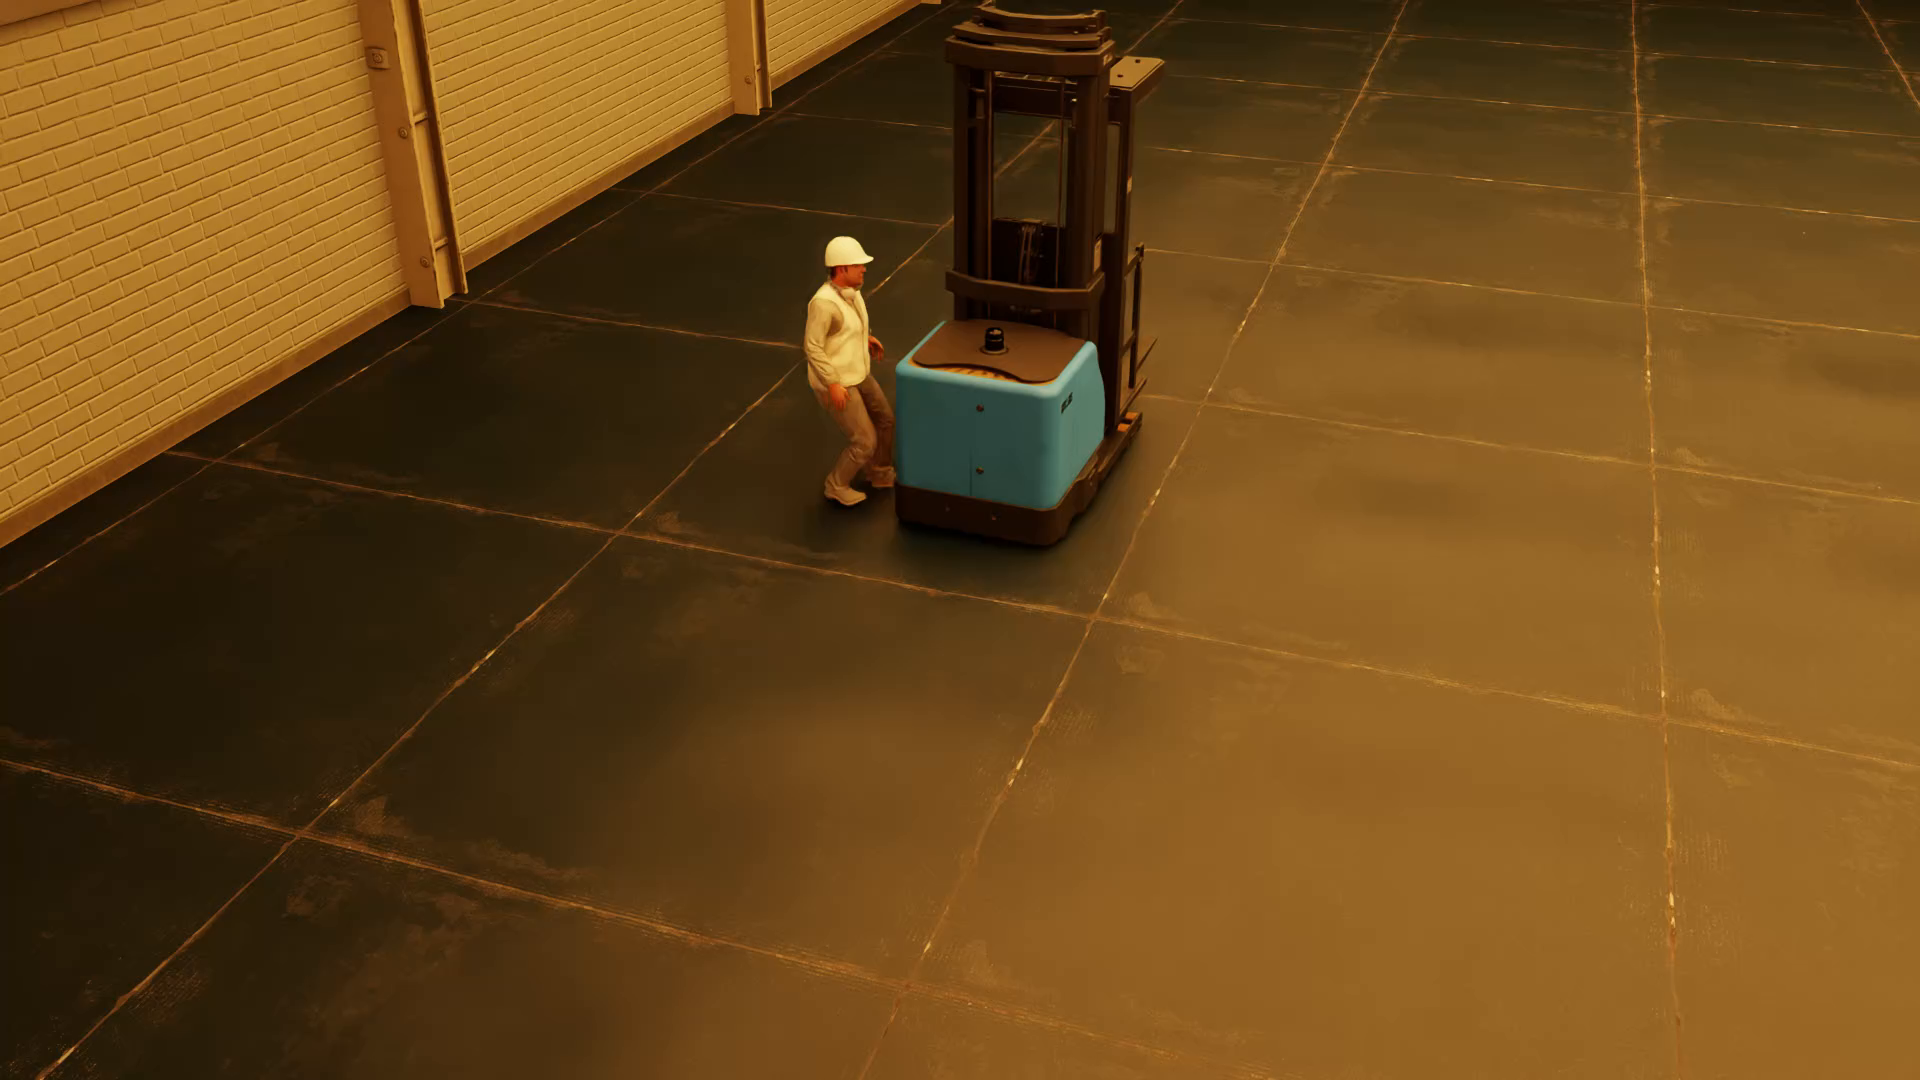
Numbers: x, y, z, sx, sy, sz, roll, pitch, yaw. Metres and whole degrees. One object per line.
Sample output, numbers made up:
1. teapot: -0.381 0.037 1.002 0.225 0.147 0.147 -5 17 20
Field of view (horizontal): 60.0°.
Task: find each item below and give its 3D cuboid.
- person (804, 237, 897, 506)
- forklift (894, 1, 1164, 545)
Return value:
1. person: -0.623 -1.001 10.144 0.577 1.735 0.873 8 31 14
2. forklift: 0.601 -1.955 10.566 1.130 2.935 3.031 11 31 18
